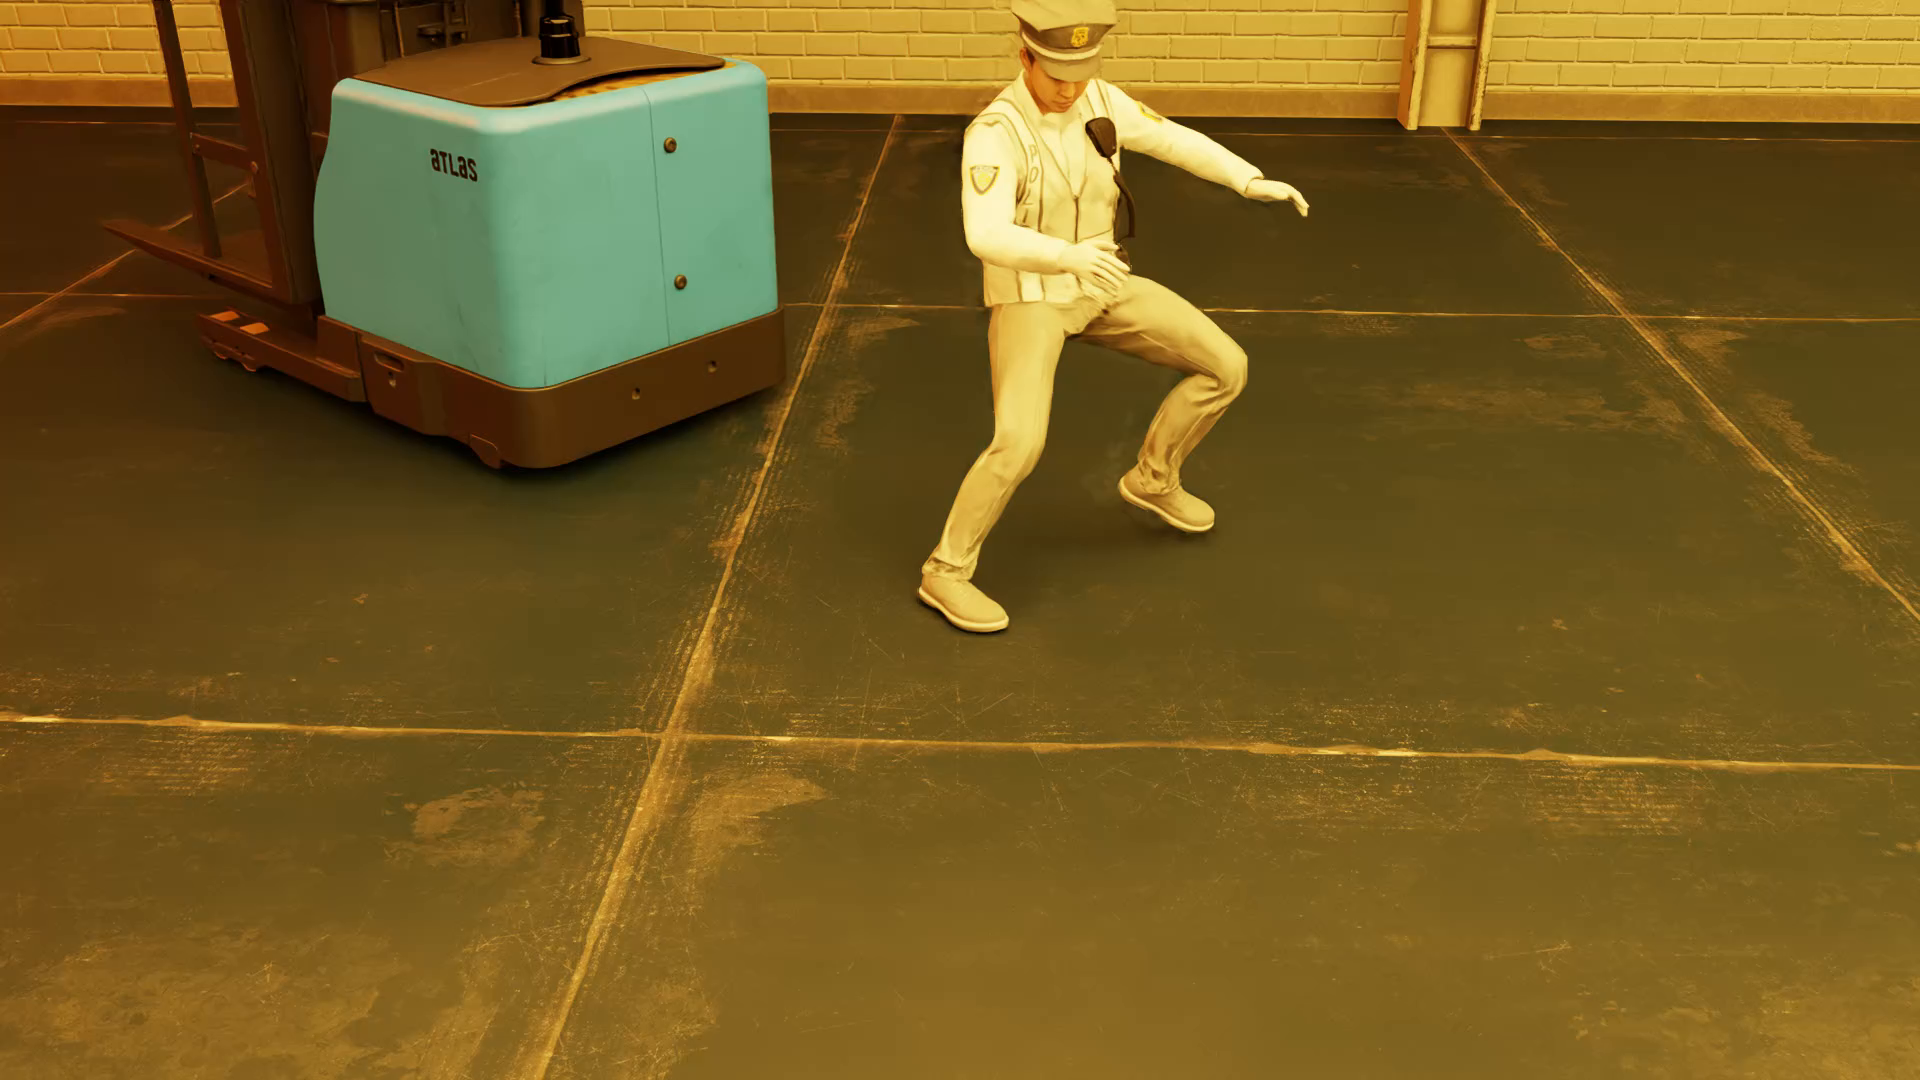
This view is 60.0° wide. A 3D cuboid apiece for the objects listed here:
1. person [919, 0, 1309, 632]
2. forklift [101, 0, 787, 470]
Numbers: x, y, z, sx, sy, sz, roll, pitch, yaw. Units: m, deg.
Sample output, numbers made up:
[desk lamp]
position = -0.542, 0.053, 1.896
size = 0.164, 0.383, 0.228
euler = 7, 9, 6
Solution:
[person]
position = 0.329, -0.573, 4.044
size = 0.934, 1.449, 0.716
euler = -13, 29, -25
[forklift]
position = -2.017, -2.045, 5.355
size = 3.031, 2.935, 1.130
euler = 21, 33, 35
